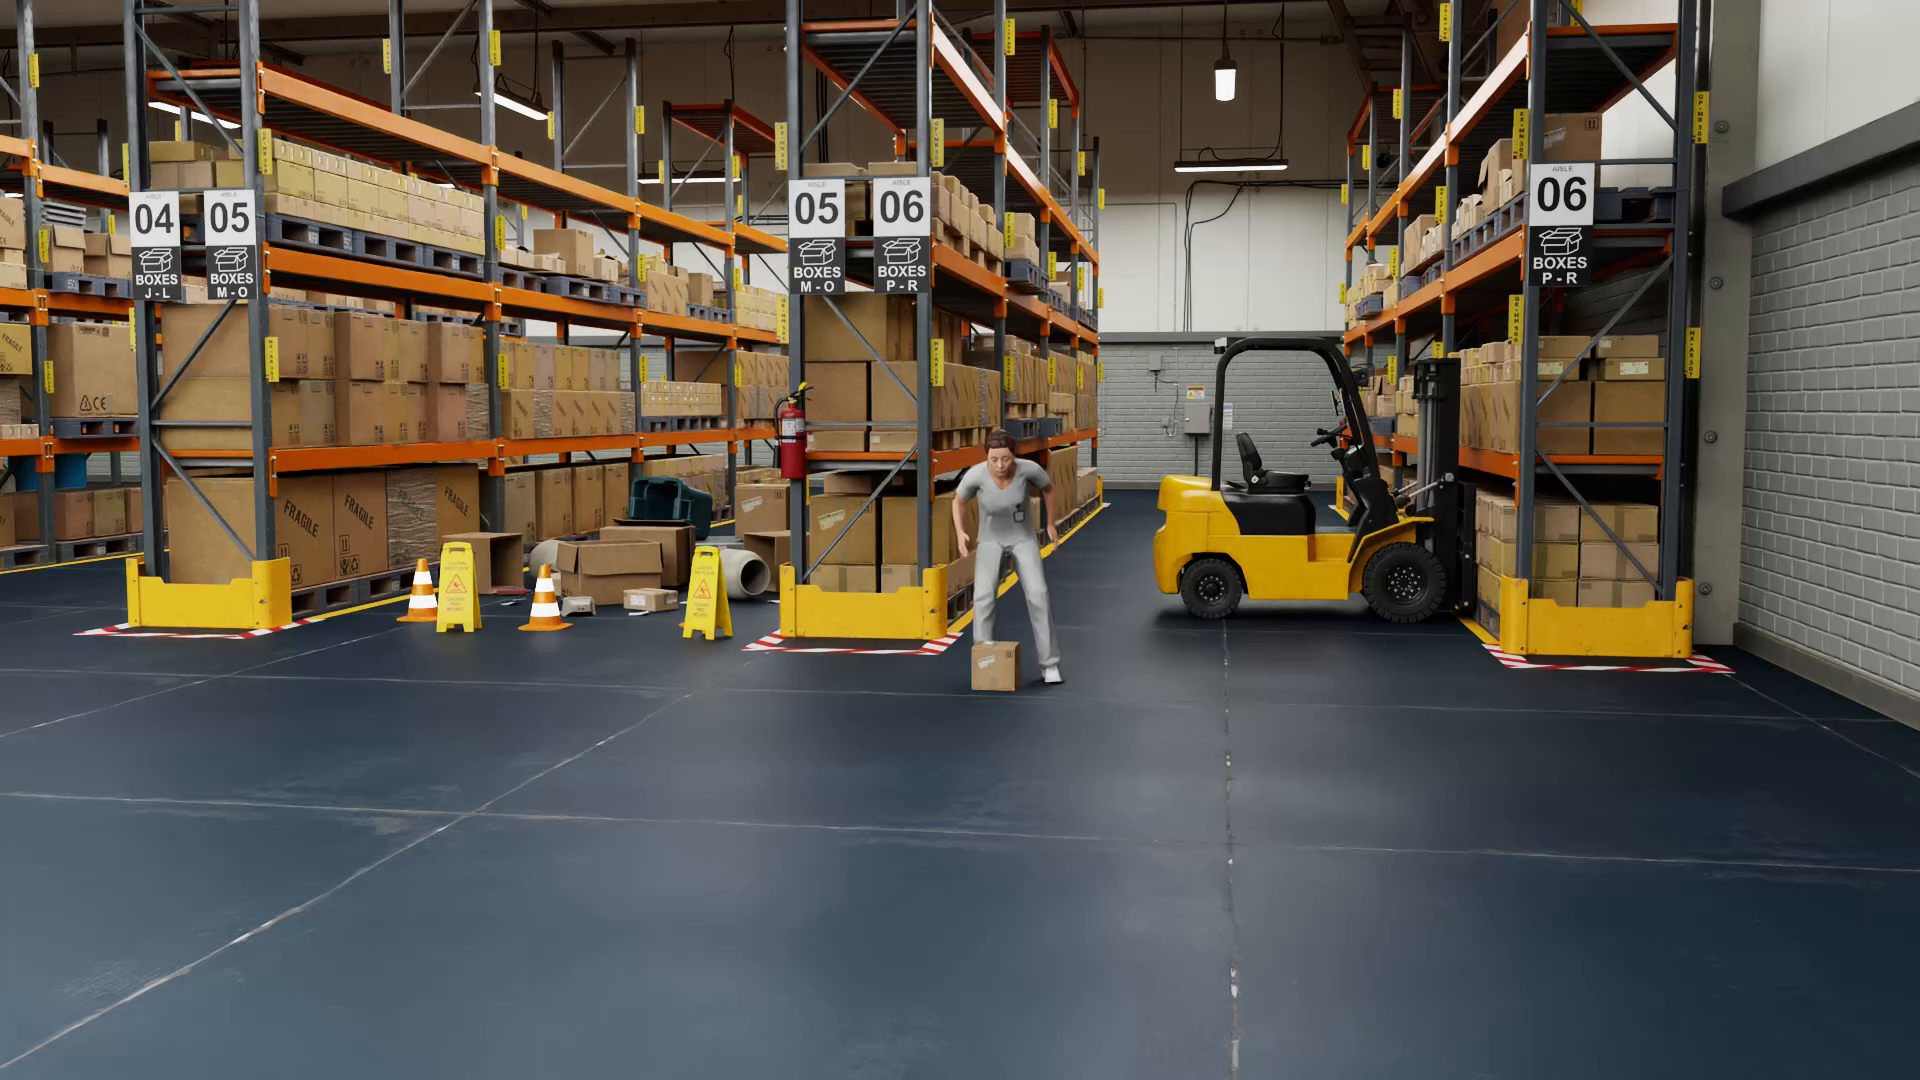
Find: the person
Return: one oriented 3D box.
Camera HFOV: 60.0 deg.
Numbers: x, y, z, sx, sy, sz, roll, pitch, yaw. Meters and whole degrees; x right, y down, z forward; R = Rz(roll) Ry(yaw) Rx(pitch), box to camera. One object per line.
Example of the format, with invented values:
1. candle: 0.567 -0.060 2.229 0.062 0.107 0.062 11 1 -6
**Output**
1. person: 0.278 0.089 9.901 0.651 1.499 0.626 0 5 1
